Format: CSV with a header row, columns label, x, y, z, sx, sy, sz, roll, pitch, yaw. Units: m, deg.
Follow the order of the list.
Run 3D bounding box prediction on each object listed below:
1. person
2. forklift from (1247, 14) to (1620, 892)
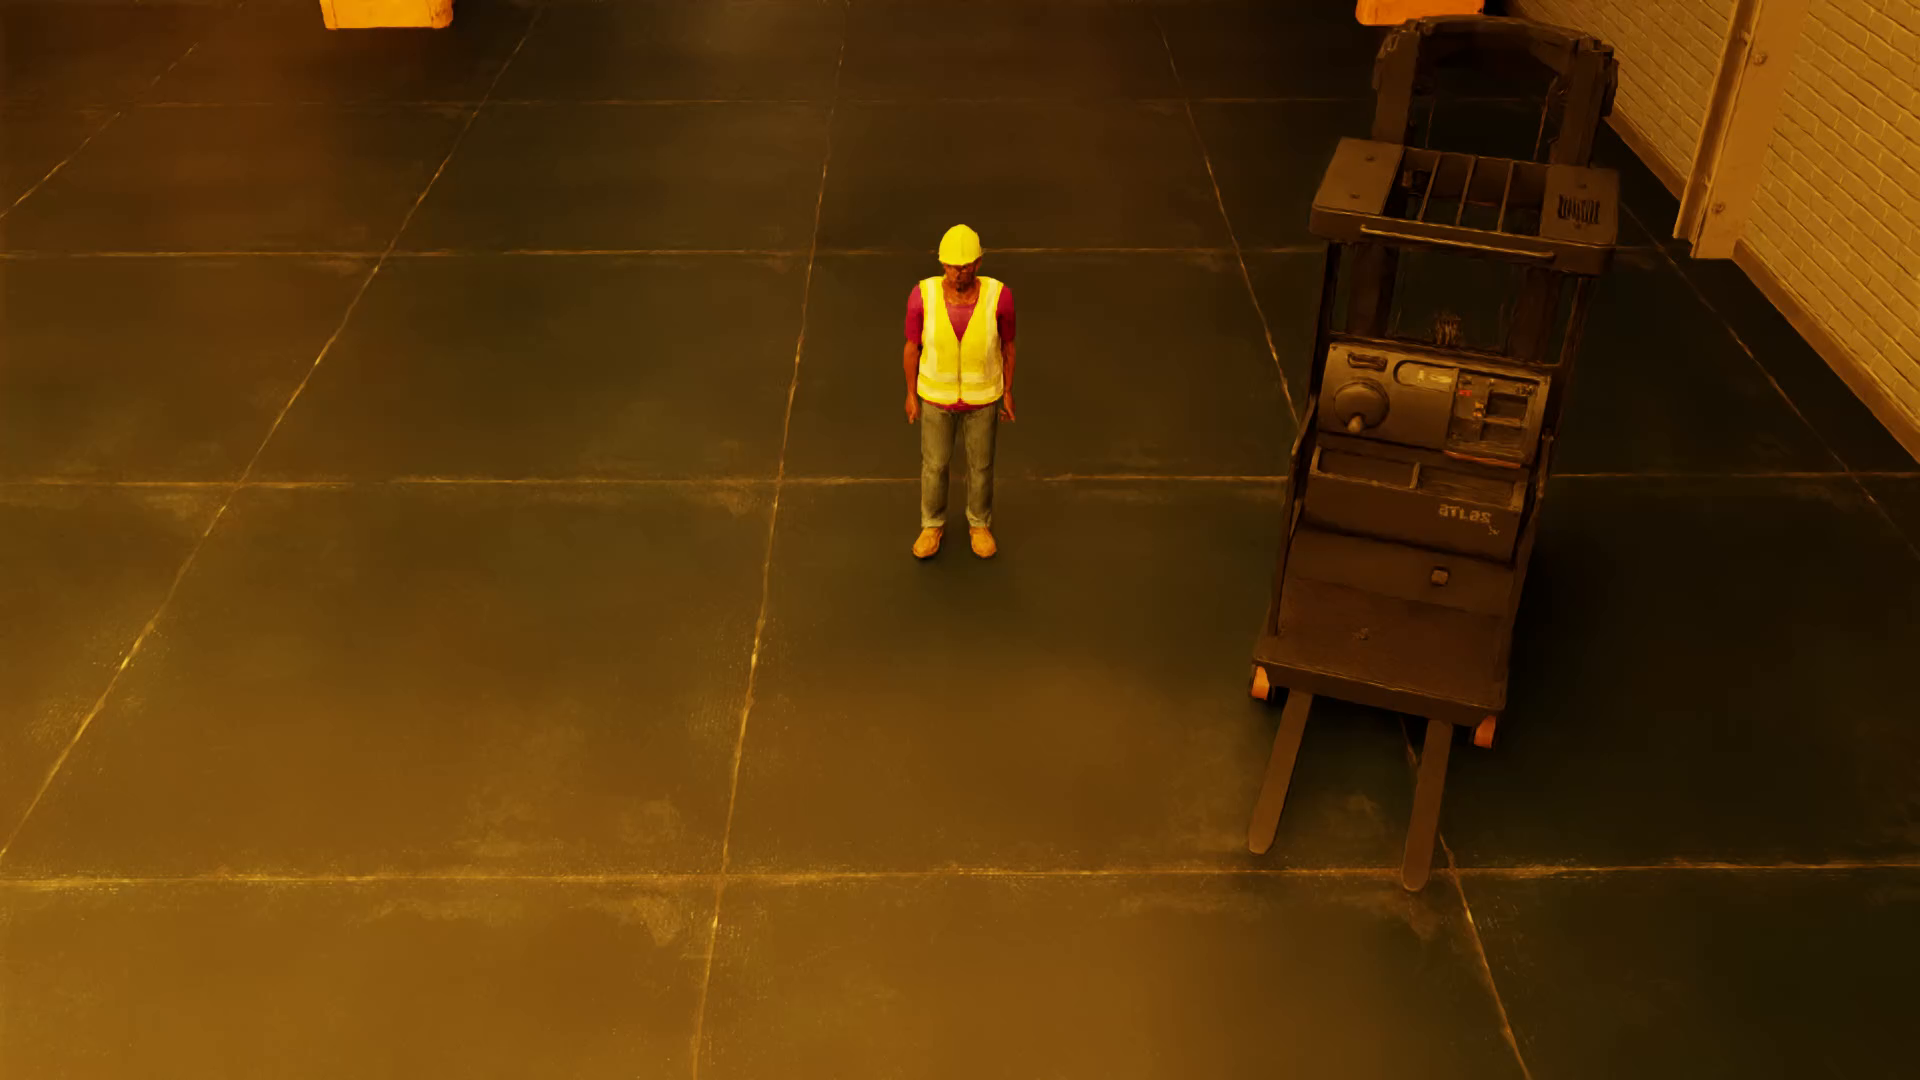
label,x,y,z,sx,sy,sz,roll,pitch,yaw
person,0.001,-0.720,8.272,0.559,1.771,0.367,0,35,-1
forklift,1.968,-0.538,6.988,1.130,2.935,3.031,11,36,16
